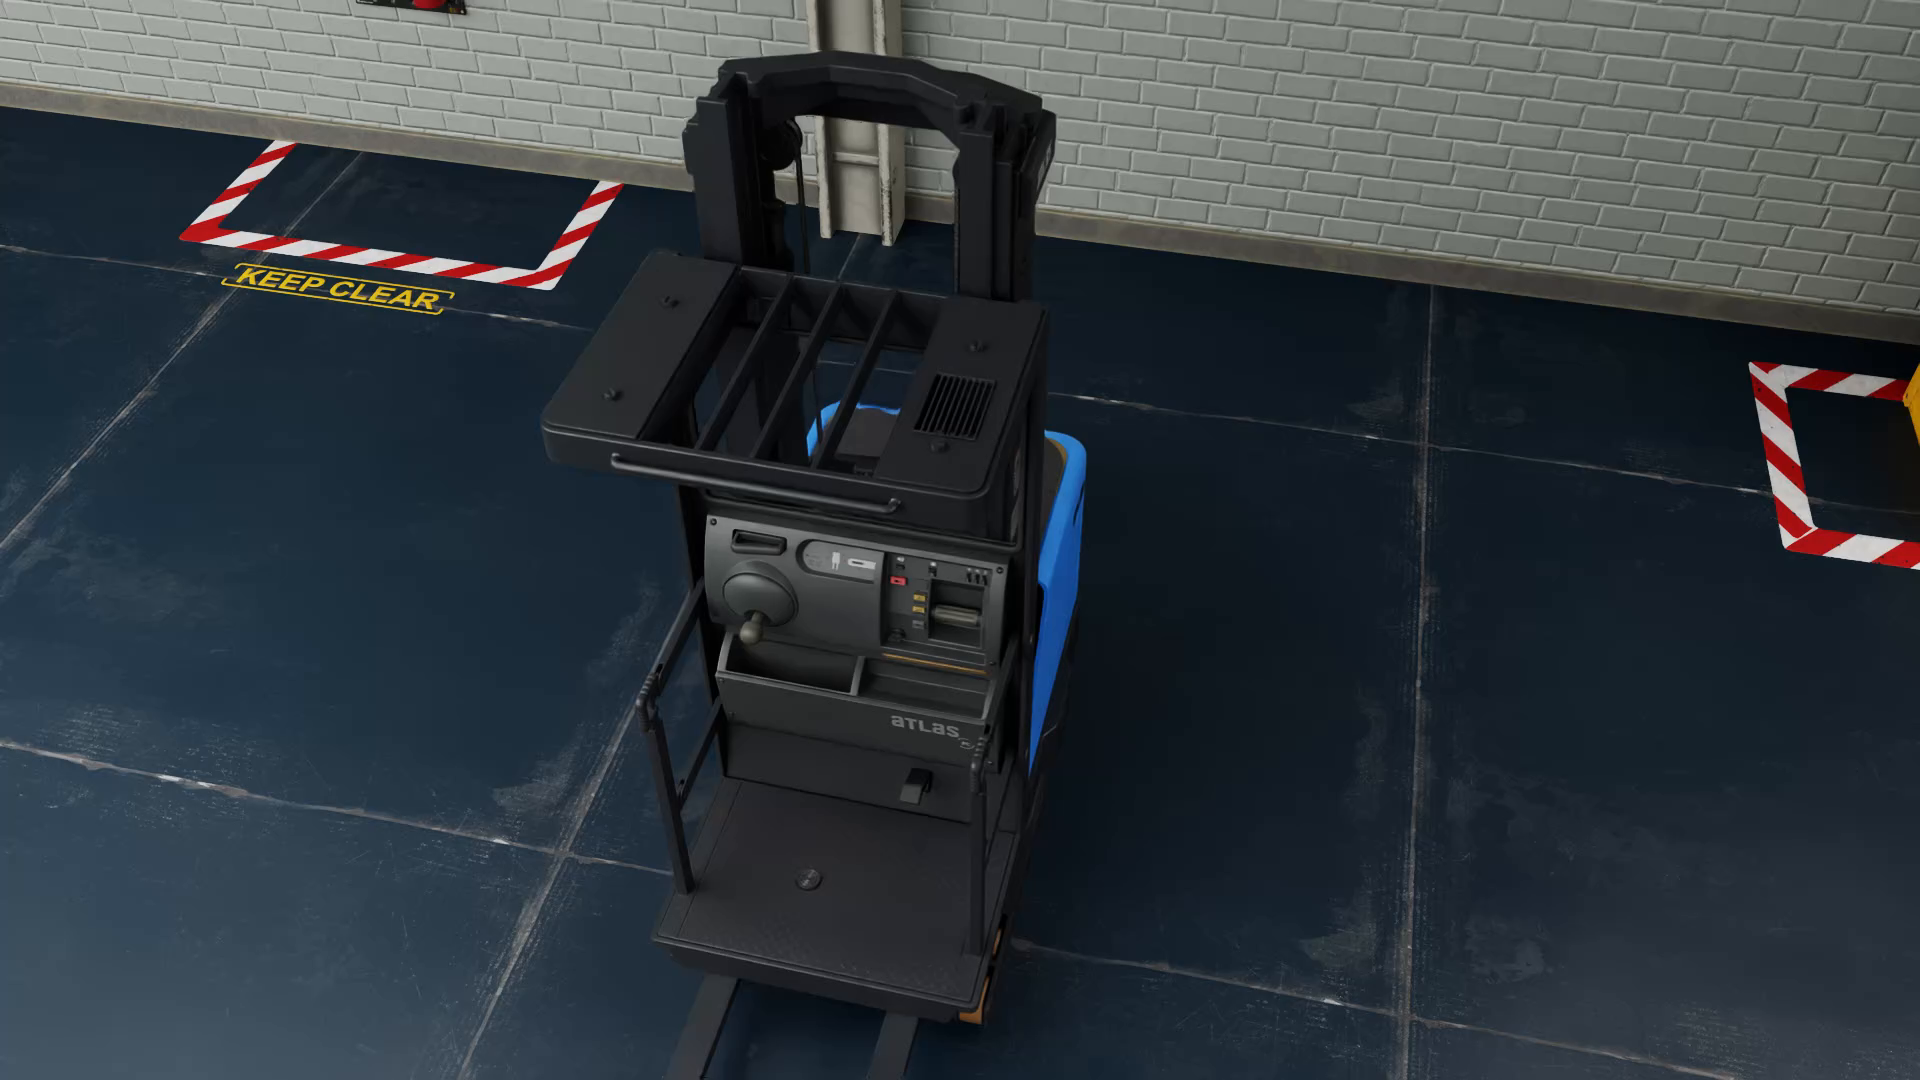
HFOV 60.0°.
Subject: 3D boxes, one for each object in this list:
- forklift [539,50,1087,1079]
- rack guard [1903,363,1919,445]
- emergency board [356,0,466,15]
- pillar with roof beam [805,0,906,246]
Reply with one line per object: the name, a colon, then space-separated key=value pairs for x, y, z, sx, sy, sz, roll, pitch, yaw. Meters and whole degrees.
forklift: x=-0.366 y=0.253 z=4.834 sx=1.130 sy=2.935 sz=3.031 roll=9 pitch=45 yaw=10
rack guard: x=4.539 y=-0.475 z=7.343 sx=0.348 sy=0.500 sz=1.175 roll=9 pitch=45 yaw=9
emergency board: x=-2.922 y=-3.175 z=8.345 sx=0.643 sy=1.169 sz=0.194 roll=9 pitch=45 yaw=9
pillar with roof beam: x=-1.458 y=-2.023 z=2.823 sx=0.400 sy=9.000 sz=9.100 roll=9 pitch=45 yaw=9
